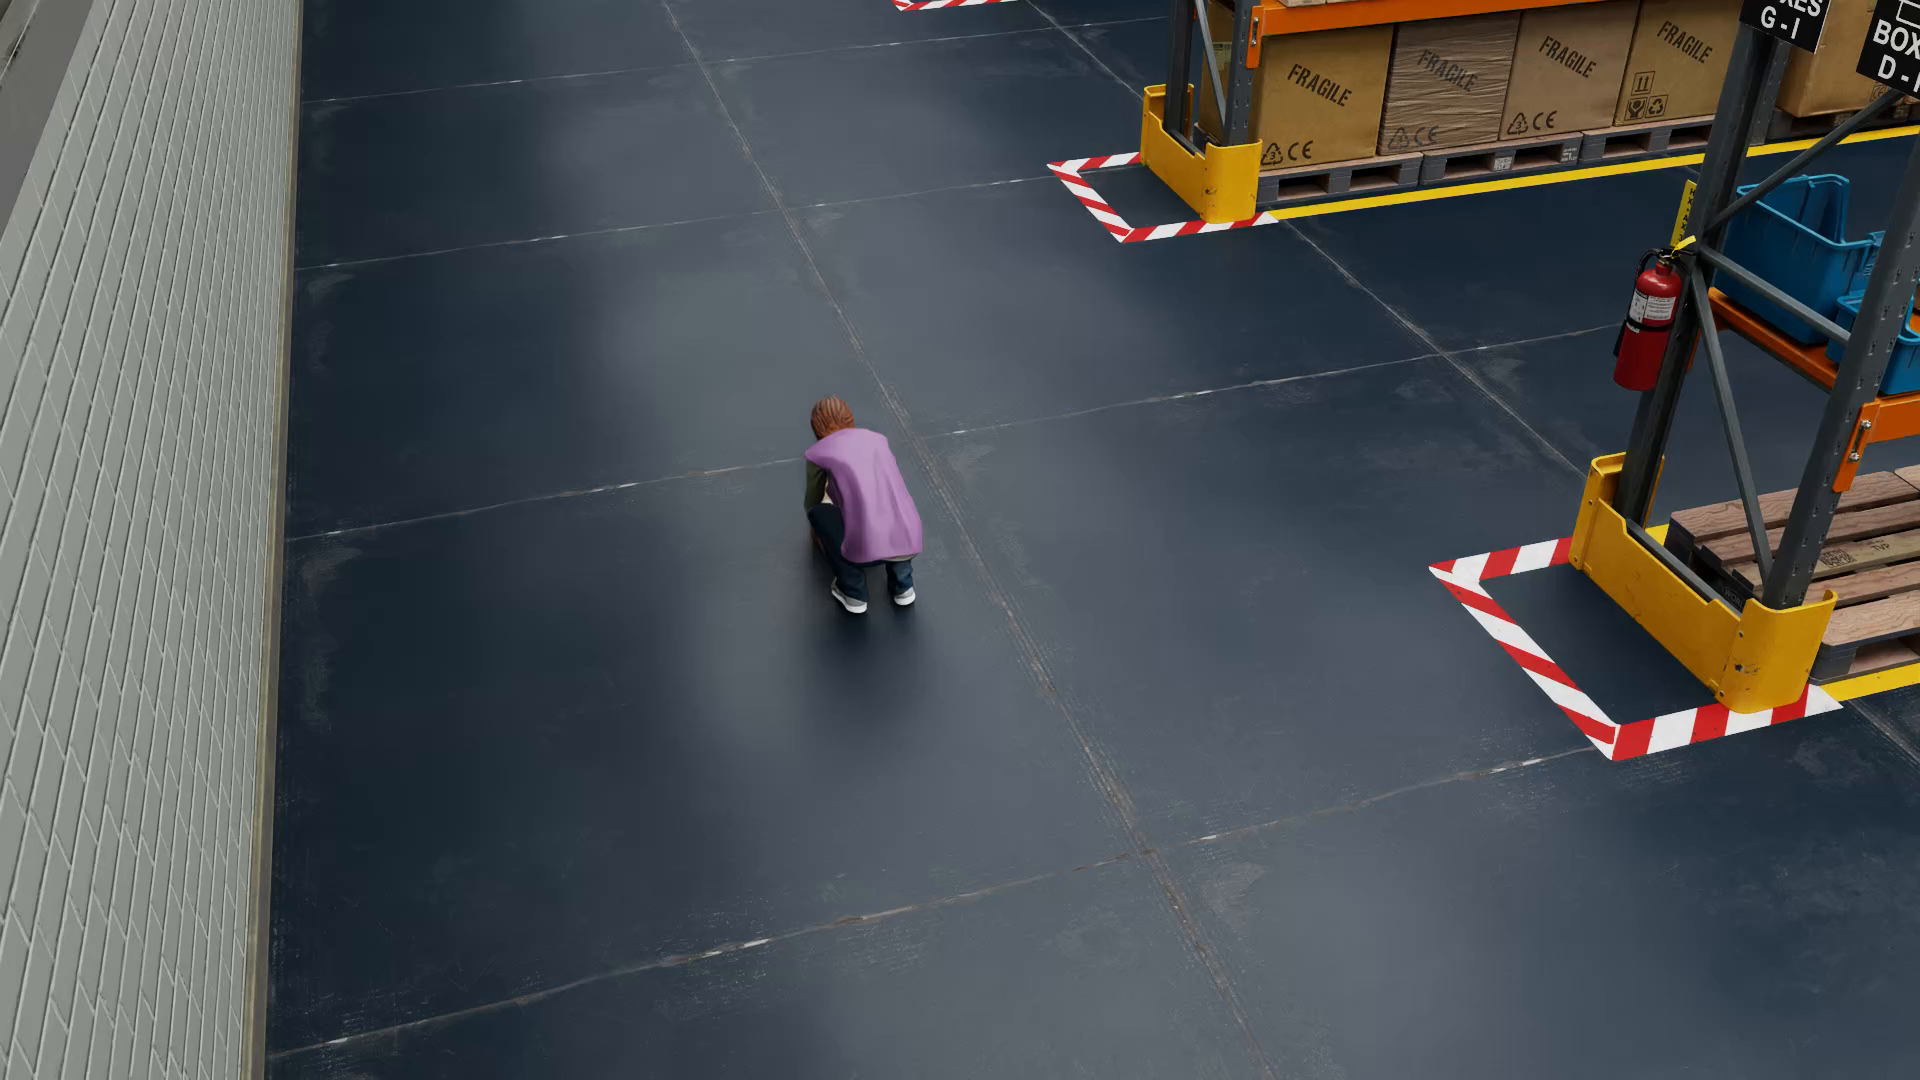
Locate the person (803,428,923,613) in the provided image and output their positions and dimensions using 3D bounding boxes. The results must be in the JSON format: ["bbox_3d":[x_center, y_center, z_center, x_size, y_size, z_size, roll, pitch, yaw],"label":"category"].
[{"bbox_3d":[-0.398,-0.081,7.070,0.437,0.701,0.684,-10,36,-14],"label":"person"}]
